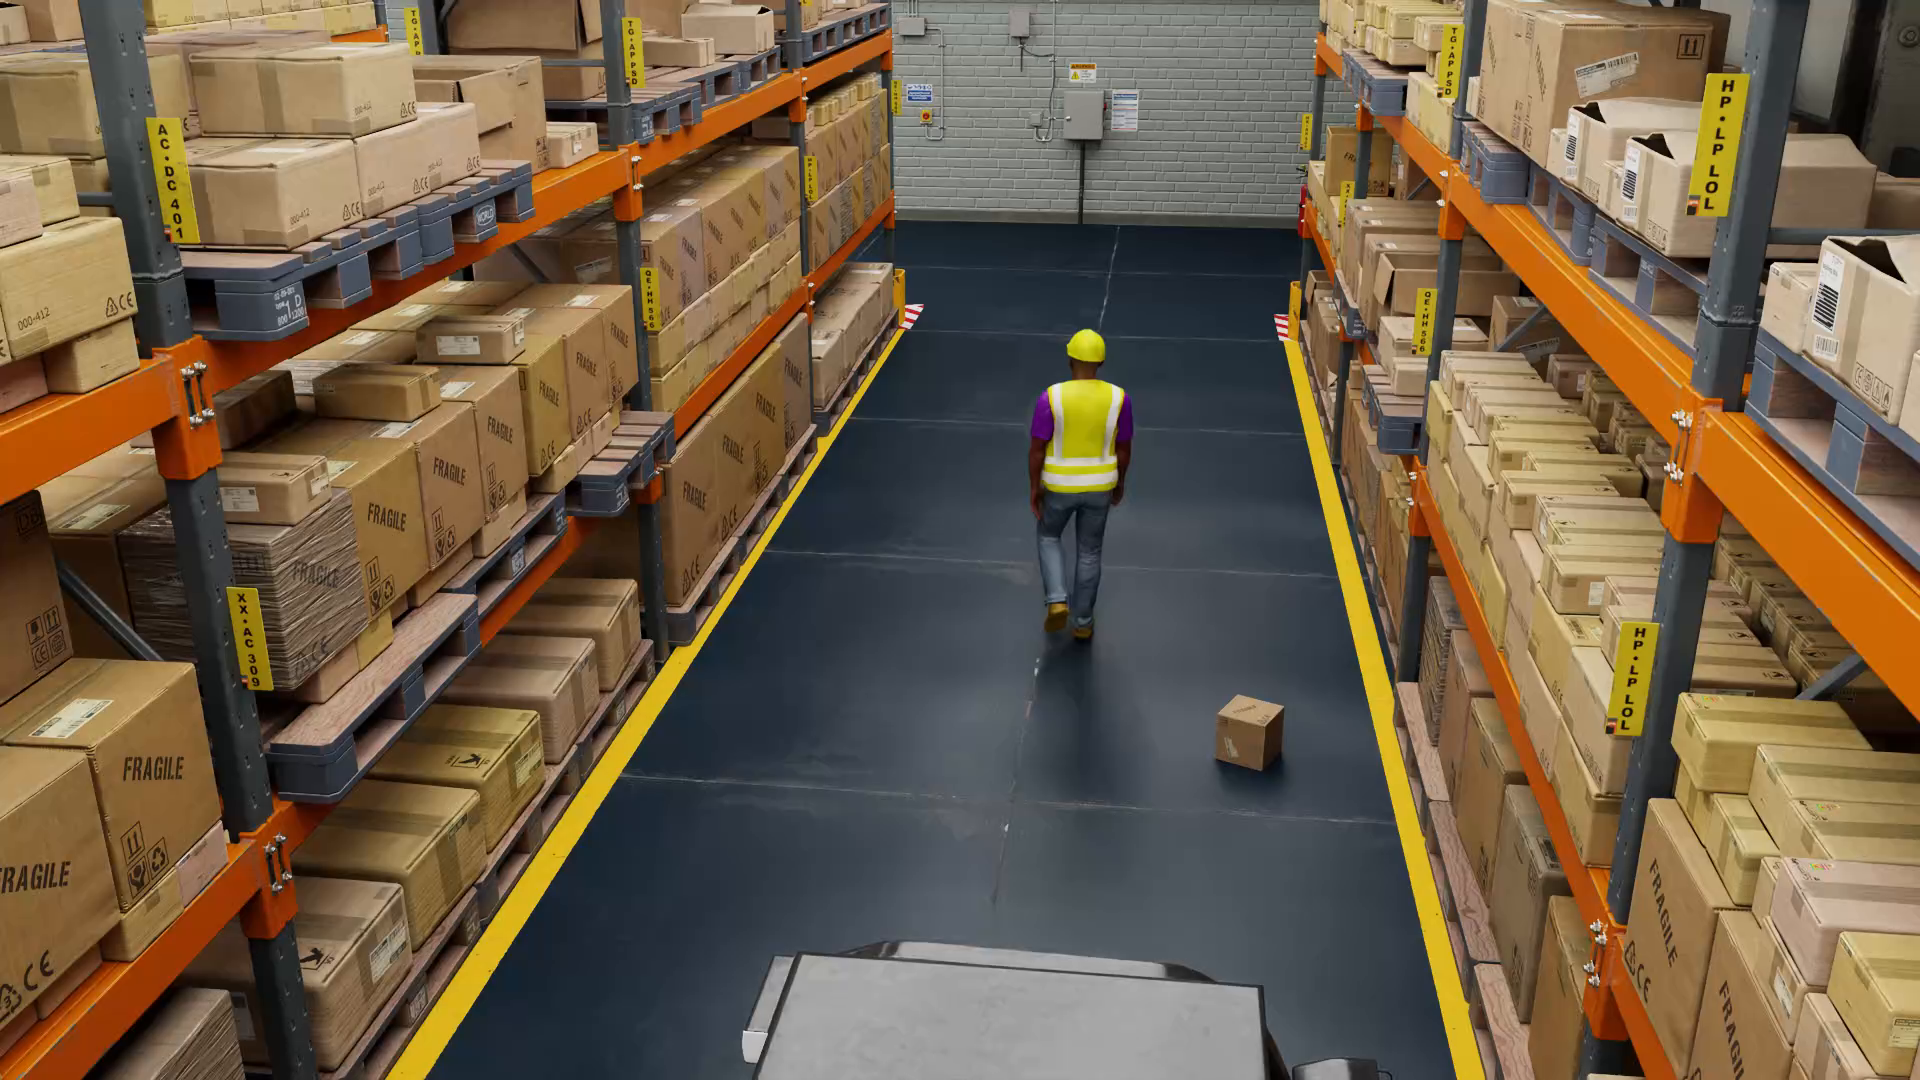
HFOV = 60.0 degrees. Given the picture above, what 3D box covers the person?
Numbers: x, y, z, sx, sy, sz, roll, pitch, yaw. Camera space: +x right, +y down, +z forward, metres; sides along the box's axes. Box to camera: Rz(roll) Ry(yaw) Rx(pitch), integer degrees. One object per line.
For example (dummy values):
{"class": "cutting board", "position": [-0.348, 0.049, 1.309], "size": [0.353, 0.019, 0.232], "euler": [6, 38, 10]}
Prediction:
{"class": "person", "position": [0.663, -0.305, 9.286], "size": [0.580, 1.775, 0.449], "euler": [-1, 21, -2]}
